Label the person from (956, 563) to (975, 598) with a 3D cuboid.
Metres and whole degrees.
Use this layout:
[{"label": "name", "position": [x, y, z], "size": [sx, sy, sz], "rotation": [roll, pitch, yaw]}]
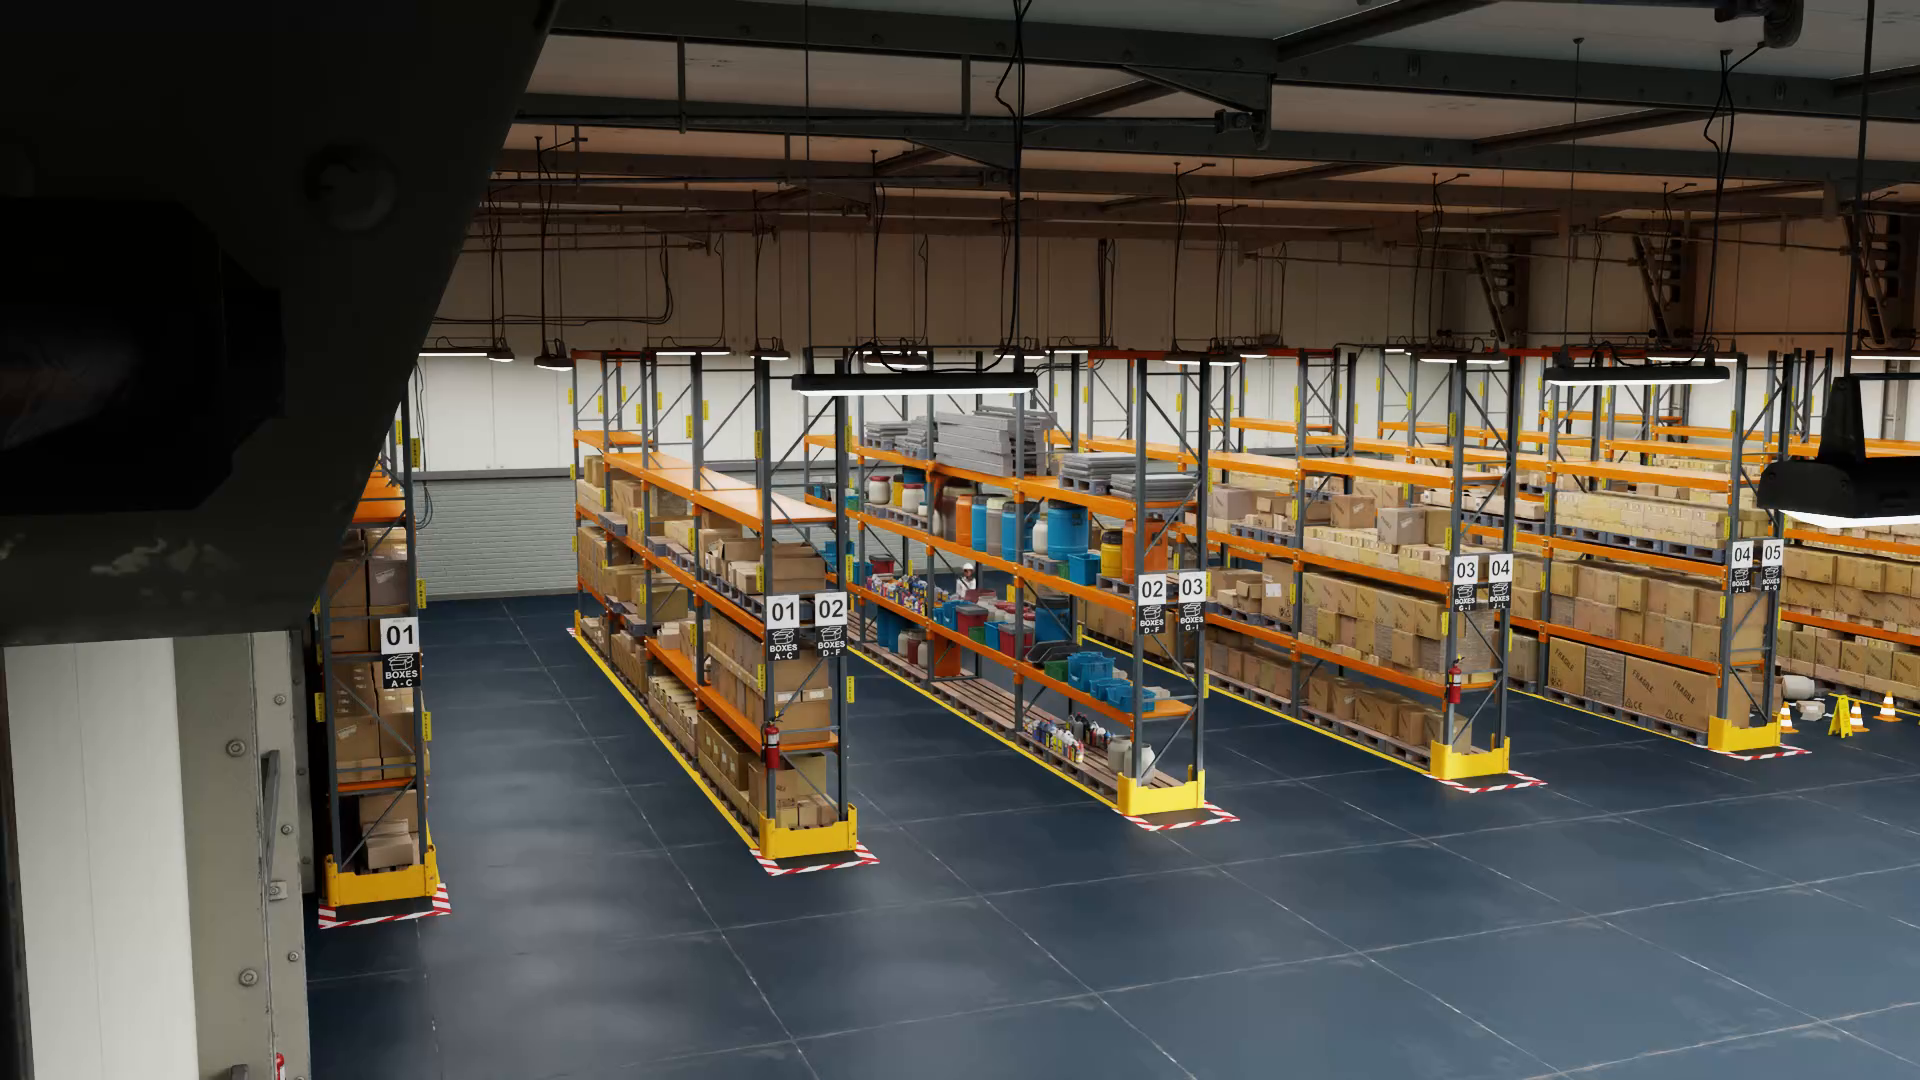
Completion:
[{"label": "person", "position": [0.217, 1.328, 33.421], "size": [0.633, 1.720, 1.018], "rotation": [-5, 9, -34]}]
